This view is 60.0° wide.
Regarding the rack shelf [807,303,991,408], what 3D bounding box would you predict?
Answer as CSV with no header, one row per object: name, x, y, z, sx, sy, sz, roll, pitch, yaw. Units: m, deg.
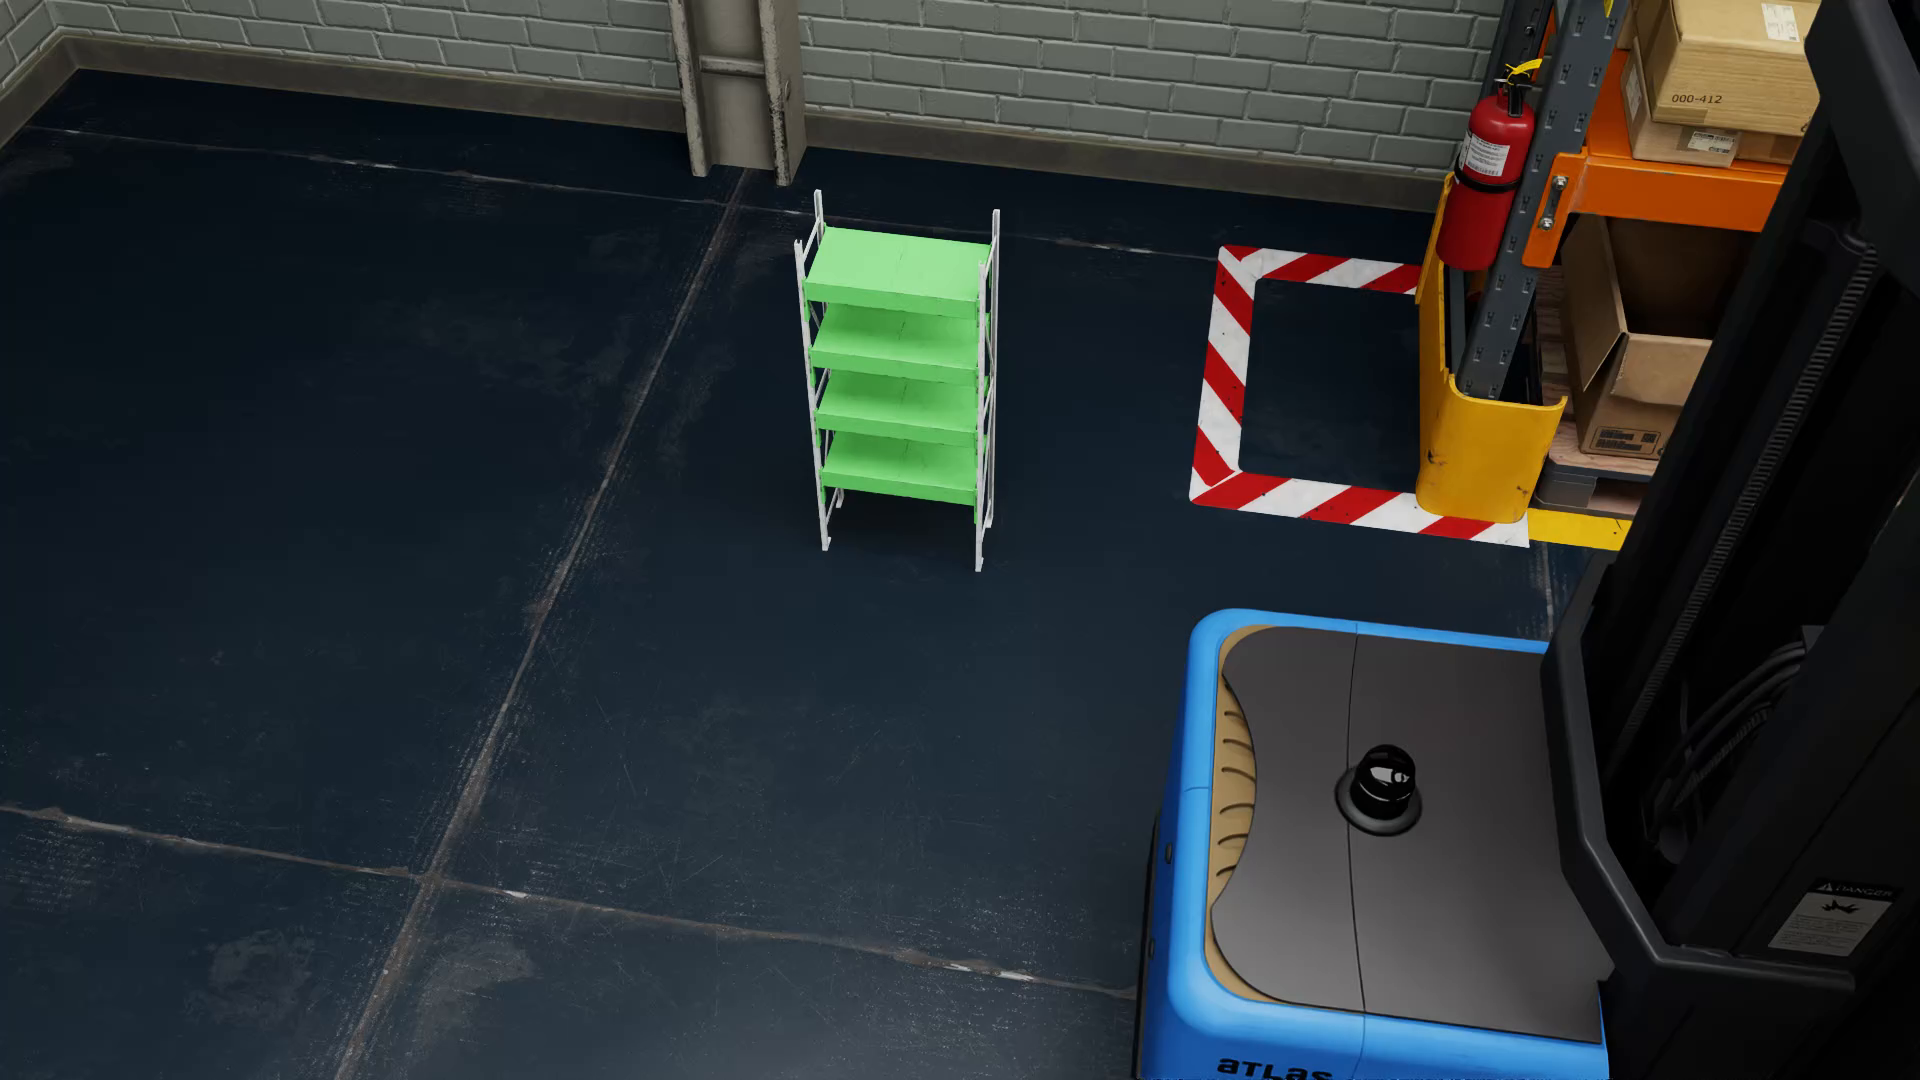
rack shelf,-0.163,-0.541,4.692,0.480,0.148,0.258,8,49,7

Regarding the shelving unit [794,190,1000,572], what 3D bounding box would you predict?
shelving unit,-0.163,-0.423,4.823,0.503,1.200,0.258,8,49,7

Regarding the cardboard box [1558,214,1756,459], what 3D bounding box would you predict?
cardboard box,2.246,-0.663,5.225,0.637,0.503,0.797,6,48,5

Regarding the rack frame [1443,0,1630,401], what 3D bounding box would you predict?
rack frame,1.661,-1.507,4.587,0.127,3.000,1.000,8,49,7

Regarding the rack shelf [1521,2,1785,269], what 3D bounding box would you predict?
rack shelf,3.629,-1.002,4.617,4.000,0.370,1.077,8,49,7

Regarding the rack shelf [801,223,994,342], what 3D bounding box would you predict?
rack shelf,-0.163,-0.701,4.514,0.480,0.148,0.258,8,49,7

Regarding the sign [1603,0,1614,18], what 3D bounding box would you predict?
sign,1.564,-1.399,3.908,0.005,0.325,0.100,8,49,7

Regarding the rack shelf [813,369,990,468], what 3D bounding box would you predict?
rack shelf,-0.163,-0.380,4.871,0.480,0.148,0.258,8,49,7

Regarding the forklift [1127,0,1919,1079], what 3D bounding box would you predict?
forklift,1.926,0.392,2.927,3.031,2.935,1.130,6,48,5

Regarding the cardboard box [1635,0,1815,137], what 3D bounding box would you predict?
cardboard box,2.059,-1.299,4.301,0.500,0.250,0.500,8,49,7

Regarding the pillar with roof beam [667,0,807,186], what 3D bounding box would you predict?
pillar with roof beam,-1.598,-1.377,0.438,0.400,9.000,9.100,8,49,7

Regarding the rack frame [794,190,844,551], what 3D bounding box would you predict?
rack frame,-0.403,-0.455,4.852,0.015,1.200,0.240,8,49,7

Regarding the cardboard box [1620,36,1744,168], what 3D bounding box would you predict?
cardboard box,1.935,-1.179,4.461,0.250,0.149,0.380,7,48,7

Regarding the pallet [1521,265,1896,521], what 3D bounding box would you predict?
pallet,2.520,-0.460,5.522,1.213,0.211,1.003,8,49,7

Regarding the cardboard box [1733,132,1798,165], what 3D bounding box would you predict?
cardboard box,2.194,-1.179,4.461,0.250,0.149,0.380,9,49,8

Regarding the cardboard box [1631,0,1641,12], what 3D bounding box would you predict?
cardboard box,2.160,-1.690,4.652,0.500,0.250,0.500,9,49,8

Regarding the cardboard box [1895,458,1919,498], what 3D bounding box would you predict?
cardboard box,3.080,-0.520,5.099,0.500,0.500,0.700,9,49,8

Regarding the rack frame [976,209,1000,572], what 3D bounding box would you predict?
rack frame,0.077,-0.391,4.794,0.015,1.200,0.240,8,49,7

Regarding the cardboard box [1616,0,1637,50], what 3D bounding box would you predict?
cardboard box,2.034,-1.575,4.818,0.250,0.149,0.380,7,48,6

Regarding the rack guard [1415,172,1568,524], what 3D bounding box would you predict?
rack guard,1.735,-0.661,5.508,0.348,0.500,1.175,8,49,7

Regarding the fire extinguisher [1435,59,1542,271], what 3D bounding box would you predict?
fire extinguisher,1.434,-1.037,4.468,0.183,0.674,0.296,8,49,7

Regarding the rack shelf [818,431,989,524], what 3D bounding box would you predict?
rack shelf,-0.163,-0.220,5.049,0.480,0.148,0.258,8,49,7
